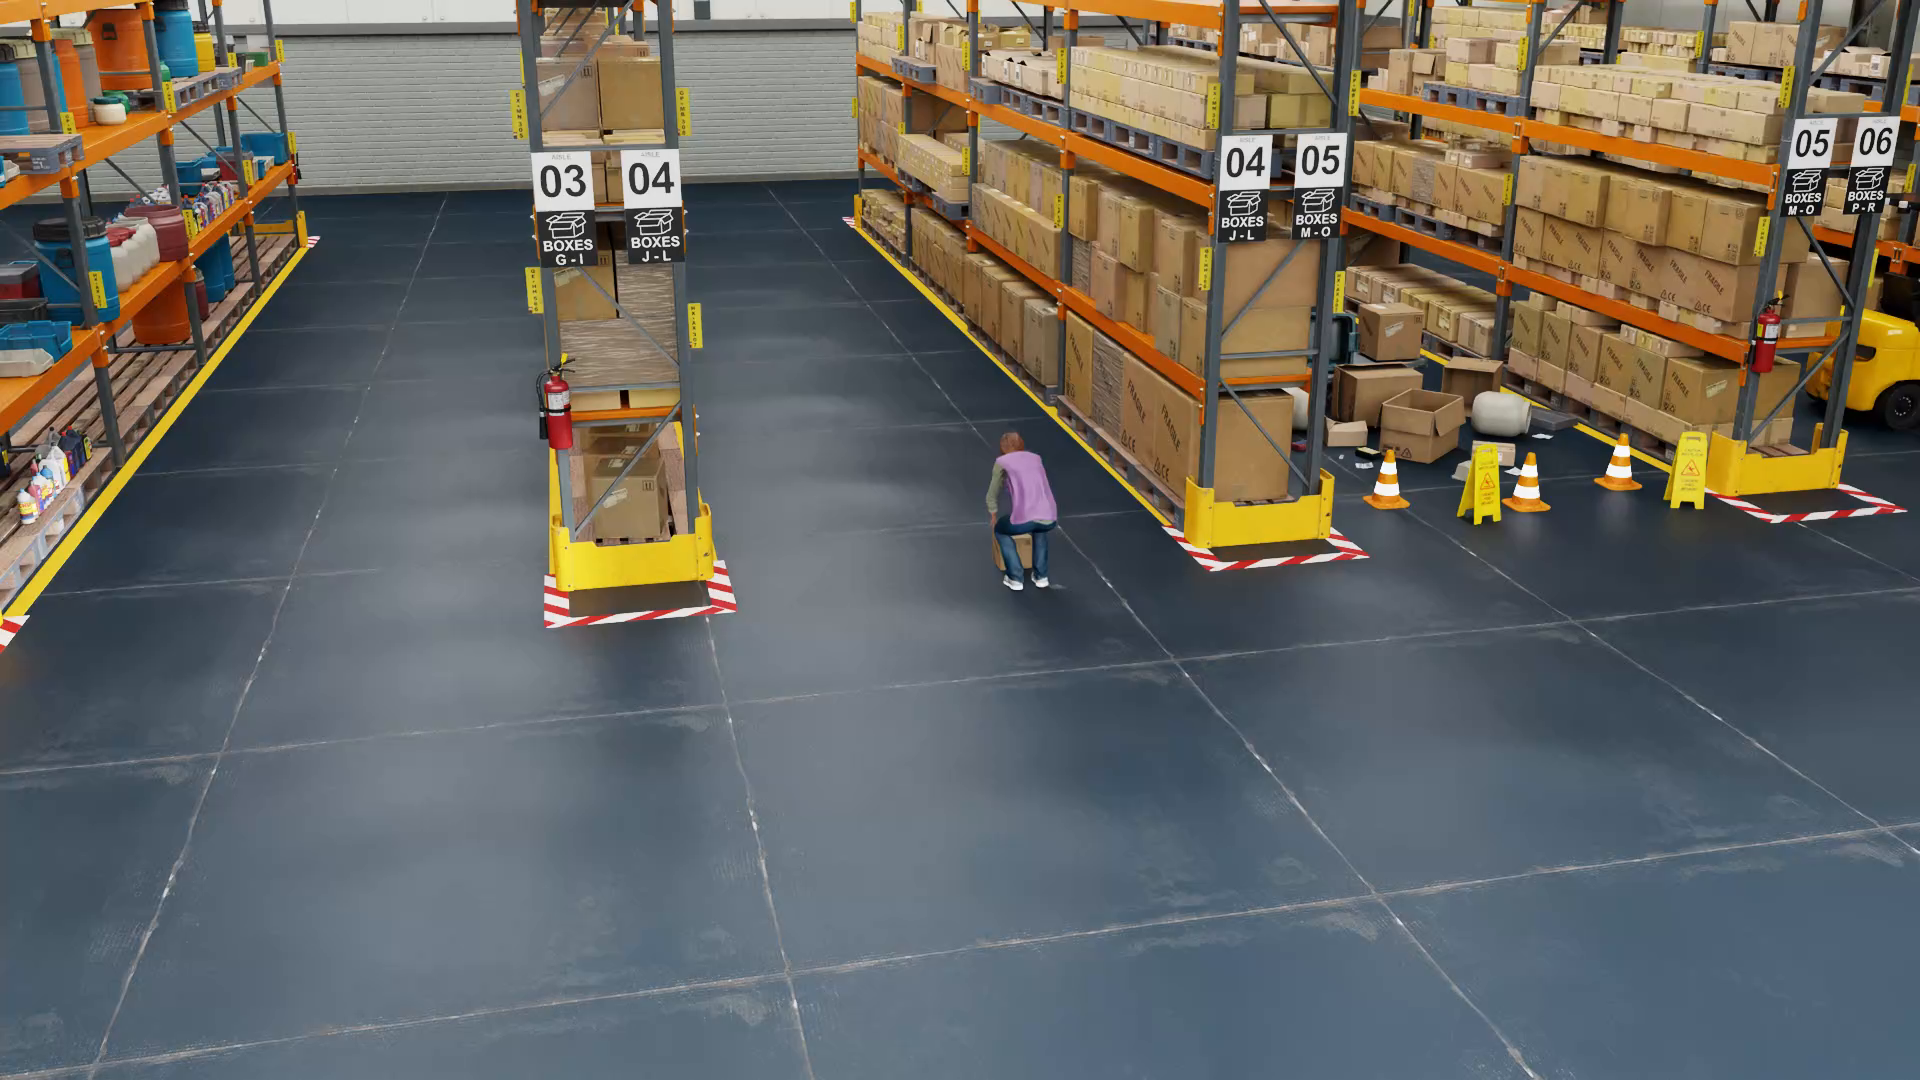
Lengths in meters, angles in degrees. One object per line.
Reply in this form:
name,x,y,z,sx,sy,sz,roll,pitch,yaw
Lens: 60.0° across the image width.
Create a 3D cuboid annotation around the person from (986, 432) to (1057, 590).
person,0.455,-0.197,12.362,0.460,1.102,0.745,-5,20,-12
